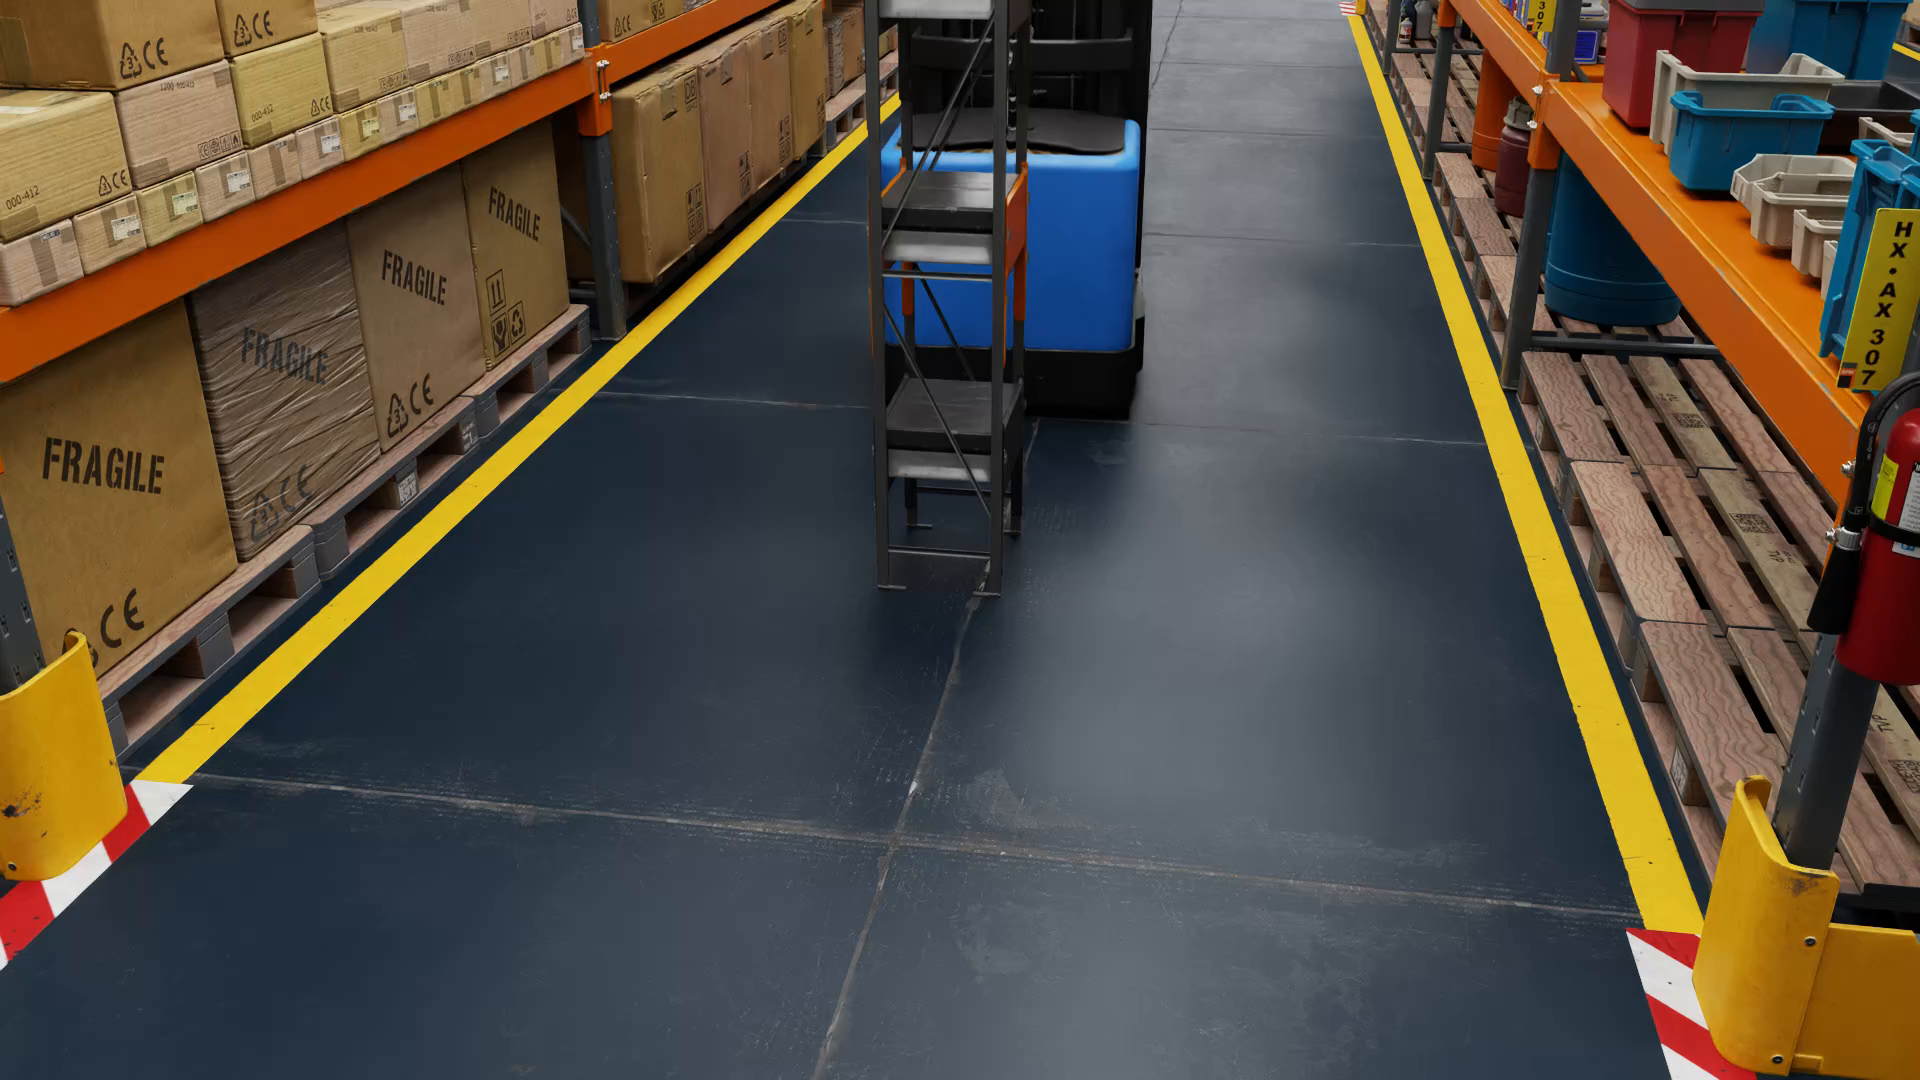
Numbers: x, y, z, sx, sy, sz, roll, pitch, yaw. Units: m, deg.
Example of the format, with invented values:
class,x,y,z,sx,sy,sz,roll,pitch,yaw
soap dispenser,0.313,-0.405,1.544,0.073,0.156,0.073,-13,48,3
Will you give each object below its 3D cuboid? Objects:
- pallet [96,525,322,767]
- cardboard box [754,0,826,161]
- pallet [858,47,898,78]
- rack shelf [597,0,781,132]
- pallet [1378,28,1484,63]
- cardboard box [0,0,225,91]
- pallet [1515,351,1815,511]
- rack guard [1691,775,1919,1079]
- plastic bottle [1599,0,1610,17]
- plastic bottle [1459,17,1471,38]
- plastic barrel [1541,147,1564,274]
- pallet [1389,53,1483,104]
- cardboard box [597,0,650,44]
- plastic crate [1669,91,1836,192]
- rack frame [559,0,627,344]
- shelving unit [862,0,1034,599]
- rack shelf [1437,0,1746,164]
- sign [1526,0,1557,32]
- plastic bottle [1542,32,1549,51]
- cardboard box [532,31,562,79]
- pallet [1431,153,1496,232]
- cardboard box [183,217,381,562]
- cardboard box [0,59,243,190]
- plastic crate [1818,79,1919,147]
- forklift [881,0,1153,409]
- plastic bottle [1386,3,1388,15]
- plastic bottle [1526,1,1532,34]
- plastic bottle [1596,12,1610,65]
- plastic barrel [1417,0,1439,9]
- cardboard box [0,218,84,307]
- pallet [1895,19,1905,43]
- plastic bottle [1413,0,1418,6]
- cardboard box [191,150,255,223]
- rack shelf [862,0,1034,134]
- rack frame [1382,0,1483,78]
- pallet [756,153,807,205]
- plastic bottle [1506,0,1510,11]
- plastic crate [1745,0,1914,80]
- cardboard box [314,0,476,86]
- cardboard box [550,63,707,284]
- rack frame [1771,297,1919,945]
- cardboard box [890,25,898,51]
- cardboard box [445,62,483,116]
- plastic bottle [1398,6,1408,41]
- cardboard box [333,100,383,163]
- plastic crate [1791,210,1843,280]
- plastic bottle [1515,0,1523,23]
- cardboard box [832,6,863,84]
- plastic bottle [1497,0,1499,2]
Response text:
class,x,y,z,sx,sy,sz,roll,pitch,yaw
pallet,-2.665,0.268,4.929,1.003,0.211,1.213,4,25,9
cardboard box,-1.544,-2.942,10.508,1.225,0.875,0.875,3,25,6
pallet,-0.883,-4.085,14.229,1.003,0.211,1.213,4,25,9
rack shelf,-1.738,-2.839,9.125,1.077,0.370,4.000,4,25,9
pallet,4.280,-4.346,14.786,1.003,0.211,1.213,4,25,9
cardboard box,-2.292,-1.453,4.257,0.500,0.500,0.500,3,25,7
pallet,2.740,-0.412,6.381,1.003,0.211,1.213,4,25,9
rack guard,2.177,0.831,3.385,1.175,0.500,0.348,4,25,9
plastic bottle,2.791,-2.360,7.311,0.144,0.351,0.185,4,25,9
plastic bottle,4.528,-4.649,14.750,0.144,0.351,0.185,4,25,9
plastic barrel,3.043,-1.747,7.925,0.600,0.901,0.708,4,25,9
pallet,4.039,-3.737,13.484,1.003,0.211,1.213,4,25,9
cardboard box,-1.743,-2.549,7.538,0.500,0.500,0.500,4,25,9
plastic crate,2.250,-1.140,4.774,0.416,0.233,0.300,4,25,9
rack frame,-2.065,-2.328,7.186,1.000,3.000,0.127,4,25,9
shelving unit,-0.027,-0.882,5.157,0.431,2.100,0.503,4,25,9
rack shelf,3.148,-2.496,8.392,1.077,0.370,4.000,4,25,9
sign,2.279,-2.149,6.477,0.100,0.325,0.005,4,25,9
plastic bottle,2.627,-2.269,7.205,0.152,0.276,0.135,4,25,9
cardboard box,-1.833,-1.956,6.687,0.380,0.149,0.250,5,25,10
pallet,3.388,-2.062,9.907,1.003,0.211,1.213,4,25,9
cardboard box,-2.544,-0.537,5.370,0.875,0.875,0.875,4,25,9
cardboard box,-2.295,-1.122,4.435,0.500,0.250,0.500,4,25,8
plastic crate,2.904,-1.401,5.458,0.437,0.125,0.590,4,25,9
forklift,0.327,-2.448,7.523,1.130,2.935,3.031,2,25,5
plastic bottle,4.162,-5.156,16.008,0.097,0.201,0.097,0,25,0
plastic bottle,2.709,-2.480,7.656,0.152,0.276,0.135,4,25,9
plastic bottle,2.693,-2.081,6.893,0.097,0.201,0.097,0,25,0
plastic barrel,4.669,-5.577,16.566,0.421,0.512,0.421,0,25,0
cardboard box,-2.335,-0.667,3.933,0.380,0.149,0.250,4,25,9
pallet,9.585,-5.074,16.340,1.003,0.211,1.213,4,25,9
plastic bottle,4.139,-4.808,15.169,0.061,0.283,0.133,4,25,9
cardboard box,-2.211,-0.991,4.625,0.380,0.149,0.250,4,25,8
rack shelf,-0.027,-1.503,4.866,0.431,0.518,0.480,4,25,9
rack frame,4.129,-5.331,13.601,1.000,3.000,0.127,4,25,9
pallet,-1.614,-2.414,10.658,1.003,0.211,1.213,4,25,9
plastic bottle,2.829,-2.831,8.317,0.144,0.351,0.185,4,25,9
plastic crate,3.082,-1.786,5.976,0.392,0.384,0.575,4,25,9
cardboard box,-2.043,-1.762,5.802,0.500,0.250,0.500,5,25,10
cardboard box,-1.980,-1.825,8.122,1.225,0.875,0.875,4,25,9
rack frame,2.168,-0.312,2.878,1.000,3.000,0.127,4,25,9
cardboard box,-0.879,-4.486,14.225,0.700,0.500,0.500,2,25,4
cardboard box,-1.959,-1.634,5.998,0.380,0.149,0.250,4,25,10
plastic bottle,3.882,-4.524,14.562,0.061,0.283,0.133,5,26,11
cardboard box,-2.085,-1.310,5.308,0.380,0.149,0.250,3,25,7
plastic crate,2.184,-0.694,3.934,0.396,0.136,0.243,4,25,9
plastic bottle,2.769,-2.633,7.983,0.152,0.276,0.135,4,25,9
cardboard box,-1.157,-3.820,12.803,0.700,0.500,0.500,6,26,13
plastic bottle,2.852,-2.966,8.687,0.061,0.283,0.133,4,25,9
